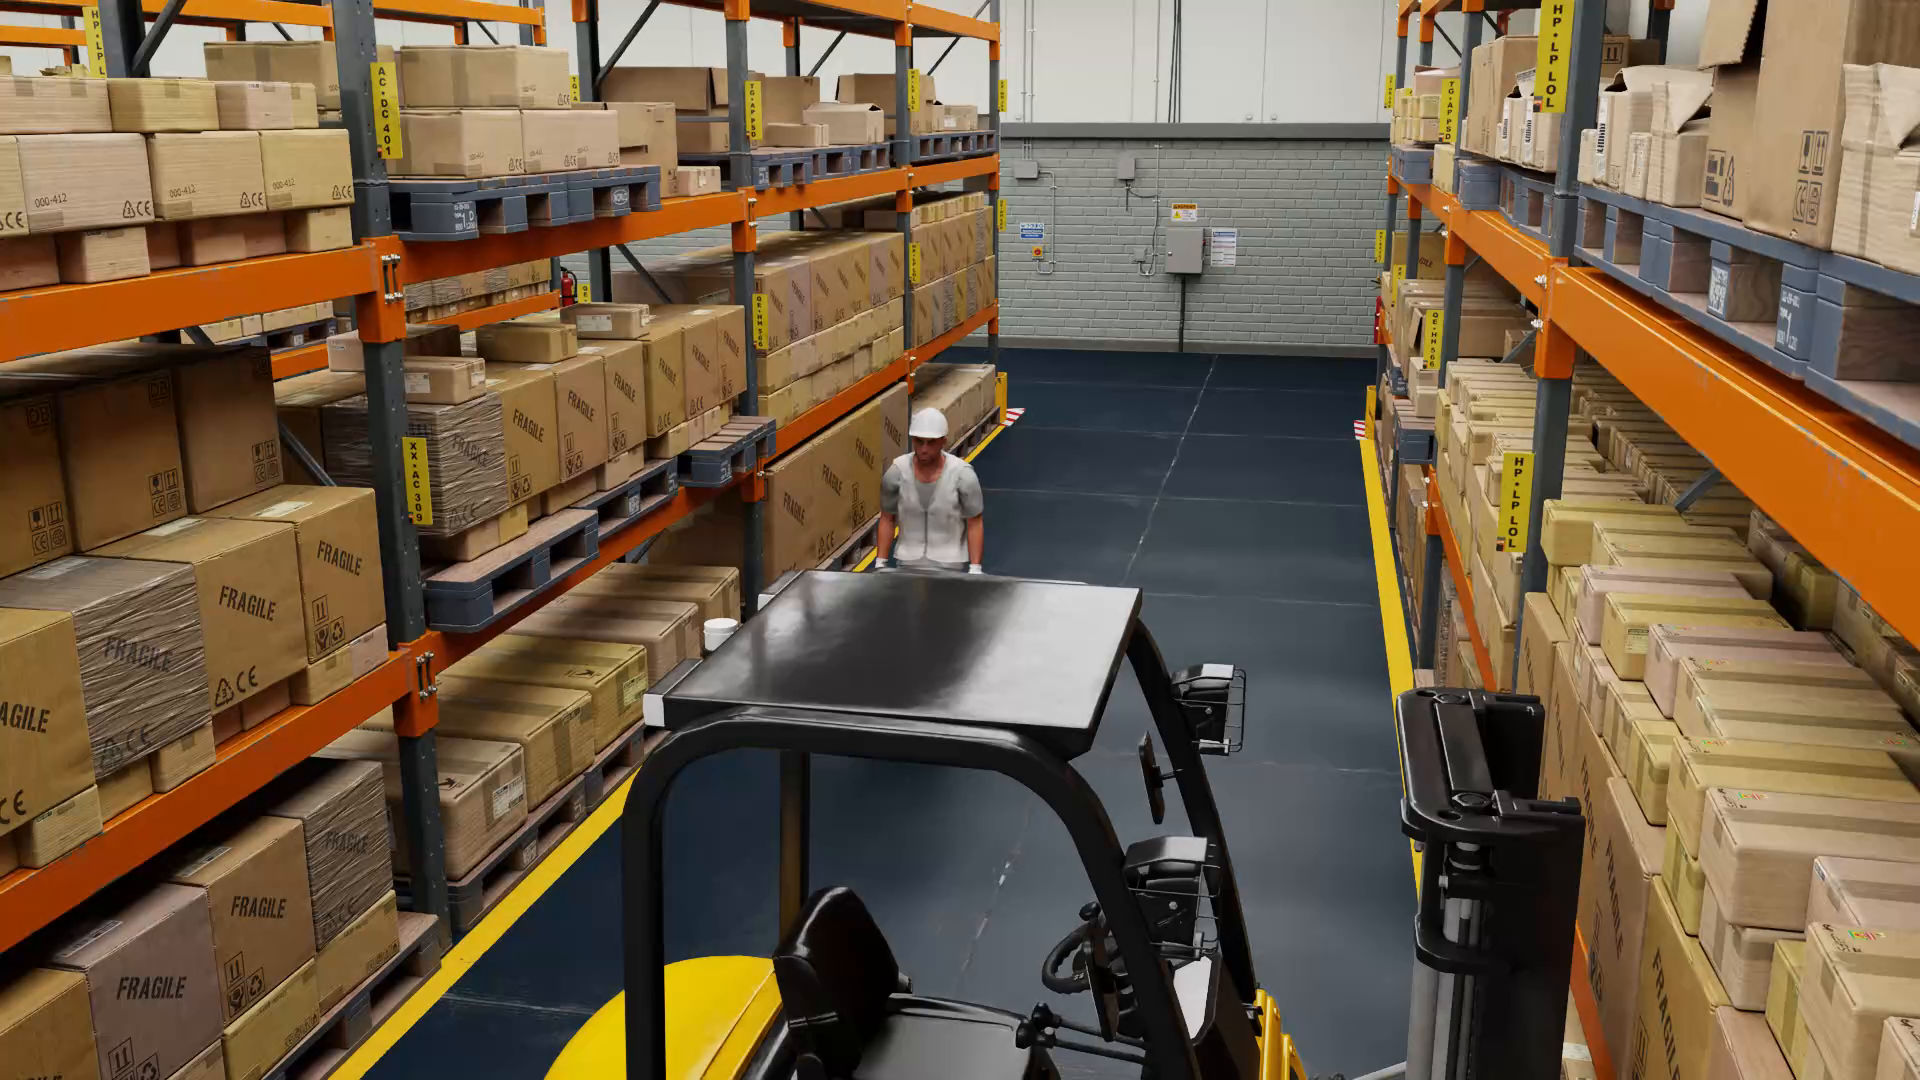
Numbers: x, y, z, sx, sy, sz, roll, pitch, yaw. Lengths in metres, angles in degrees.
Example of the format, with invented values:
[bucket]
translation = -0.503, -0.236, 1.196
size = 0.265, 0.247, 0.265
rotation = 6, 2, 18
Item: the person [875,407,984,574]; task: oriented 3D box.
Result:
[person]
translation = -0.168, 0.167, 8.833
size = 0.607, 1.780, 0.449
rotation = 3, 15, 11
